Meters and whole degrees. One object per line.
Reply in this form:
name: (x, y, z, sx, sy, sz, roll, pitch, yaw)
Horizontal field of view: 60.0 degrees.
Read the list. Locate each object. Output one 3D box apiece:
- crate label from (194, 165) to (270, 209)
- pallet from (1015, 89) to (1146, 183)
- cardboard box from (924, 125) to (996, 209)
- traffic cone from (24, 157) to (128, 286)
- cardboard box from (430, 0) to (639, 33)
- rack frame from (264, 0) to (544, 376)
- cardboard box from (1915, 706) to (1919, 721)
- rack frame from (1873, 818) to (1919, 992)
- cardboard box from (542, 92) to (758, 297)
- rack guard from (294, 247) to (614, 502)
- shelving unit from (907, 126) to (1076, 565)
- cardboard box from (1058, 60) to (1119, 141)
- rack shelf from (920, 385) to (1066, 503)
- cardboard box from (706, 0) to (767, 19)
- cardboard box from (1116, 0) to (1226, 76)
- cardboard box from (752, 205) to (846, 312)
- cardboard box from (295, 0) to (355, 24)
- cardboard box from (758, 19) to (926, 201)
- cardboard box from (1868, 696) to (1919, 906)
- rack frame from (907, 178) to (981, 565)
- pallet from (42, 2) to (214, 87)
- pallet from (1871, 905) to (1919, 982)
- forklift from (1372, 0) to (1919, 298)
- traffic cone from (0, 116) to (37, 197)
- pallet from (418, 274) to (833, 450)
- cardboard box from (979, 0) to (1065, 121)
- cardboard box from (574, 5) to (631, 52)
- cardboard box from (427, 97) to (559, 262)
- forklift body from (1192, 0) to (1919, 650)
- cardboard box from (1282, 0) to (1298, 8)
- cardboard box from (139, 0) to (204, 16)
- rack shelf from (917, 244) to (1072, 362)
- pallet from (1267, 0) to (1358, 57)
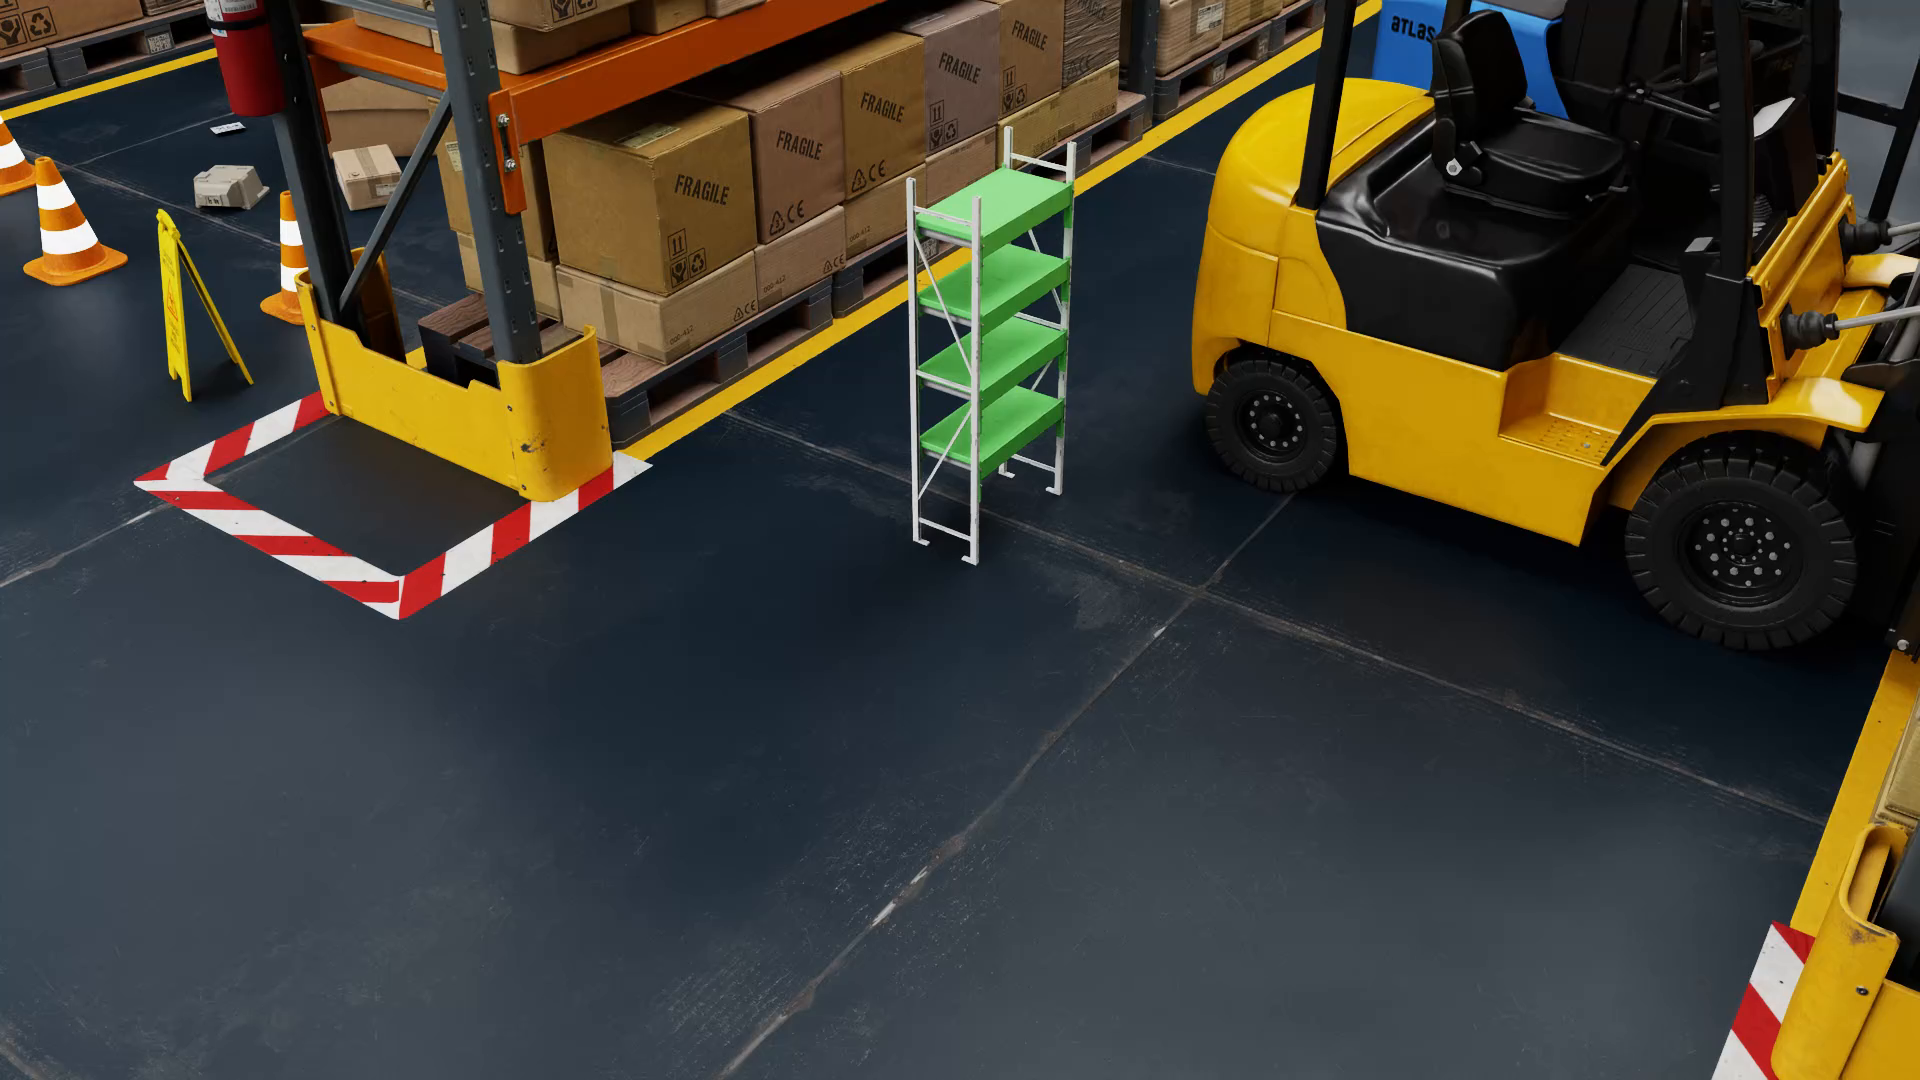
crate label: (-3.293, -1.585, 7.472, 0.250, 0.136, 0.298, 3, 34, 4)
pallet: (0.157, -1.947, 7.941, 1.003, 0.211, 1.213, 21, 39, 28)
cardboard box: (-0.195, -1.619, 7.046, 0.500, 0.250, 0.500, 22, 40, 29)
traffic cone: (-3.690, -1.339, 6.817, 0.336, 0.463, 0.334, 21, 39, 28)
cardboard box: (-1.272, -1.876, 4.991, 0.500, 0.500, 0.500, 21, 39, 27)
rack frame: (-1.770, -1.582, 4.911, 1.000, 3.000, 0.127, 21, 39, 28)
cardboard box: (2.316, 0.241, 3.402, 0.500, 0.250, 0.500, 23, 40, 30)
rack frame: (2.310, 0.002, 2.569, 1.000, 3.000, 0.127, 21, 39, 28)
cardboard box: (-1.070, -1.221, 5.788, 0.500, 0.500, 0.500, 20, 39, 27)
rack guard: (-1.727, -0.581, 5.663, 1.175, 0.500, 0.348, 21, 39, 28)
shelving unit: (0.094, -0.573, 5.027, 0.258, 1.200, 0.503, 21, 39, 28)
cardboard box: (0.394, -2.099, 7.756, 0.500, 0.250, 0.500, 23, 40, 30)
rack shelf: (0.094, -0.321, 5.197, 0.258, 0.148, 0.480, 21, 39, 28)
cardboard box: (-0.874, -1.887, 5.587, 0.380, 0.149, 0.250, 22, 40, 29)
cardboard box: (0.808, -2.750, 8.610, 0.950, 0.372, 0.625, 22, 40, 29)
cardboard box: (-0.786, -1.132, 6.326, 0.500, 0.250, 0.500, 23, 40, 30)
cardboard box: (-3.656, -2.880, 9.061, 0.500, 0.500, 0.500, 29, 44, 36)
cardboard box: (-0.483, -1.691, 6.484, 0.500, 0.500, 0.500, 22, 40, 29)
cardboard box: (2.318, 0.650, 3.691, 0.500, 0.250, 0.500, 22, 40, 28)
rack frame: (-0.045, -0.461, 4.861, 0.240, 1.200, 0.015, 21, 39, 28)
pallet: (-4.806, -2.913, 9.369, 1.003, 0.211, 1.213, 21, 39, 28)
pallet: (2.711, 0.792, 3.890, 1.003, 0.211, 1.213, 21, 39, 28)
forklift: (3.009, -2.107, 5.749, 1.130, 2.935, 3.031, -24, 41, -31)
traffic cone: (-4.425, -1.856, 7.582, 0.336, 0.463, 0.334, 21, 39, 28)
pallet: (-1.235, -0.824, 6.280, 1.003, 0.211, 1.213, 21, 39, 28)
cardboard box: (0.105, -2.175, 7.199, 0.500, 0.500, 0.500, 22, 40, 29)
cardboard box: (-1.274, -1.689, 5.293, 0.380, 0.149, 0.250, 22, 40, 29)
cardboard box: (-1.528, -1.379, 6.022, 0.500, 0.500, 0.500, 22, 40, 28)
forklift body: (1.892, -1.102, 4.959, 2.313, 2.155, 1.214, 21, 39, 28)
cardboard box: (1.610, -3.402, 9.575, 0.950, 0.372, 0.625, 23, 40, 30)
cardboard box: (-4.540, -3.568, 9.370, 0.875, 0.875, 0.875, 22, 40, 29)
rack shelf: (0.094, -0.719, 4.928, 0.258, 0.148, 0.480, 21, 39, 28)
pallet: (1.648, -3.190, 9.778, 1.003, 0.211, 1.213, 21, 39, 28)
